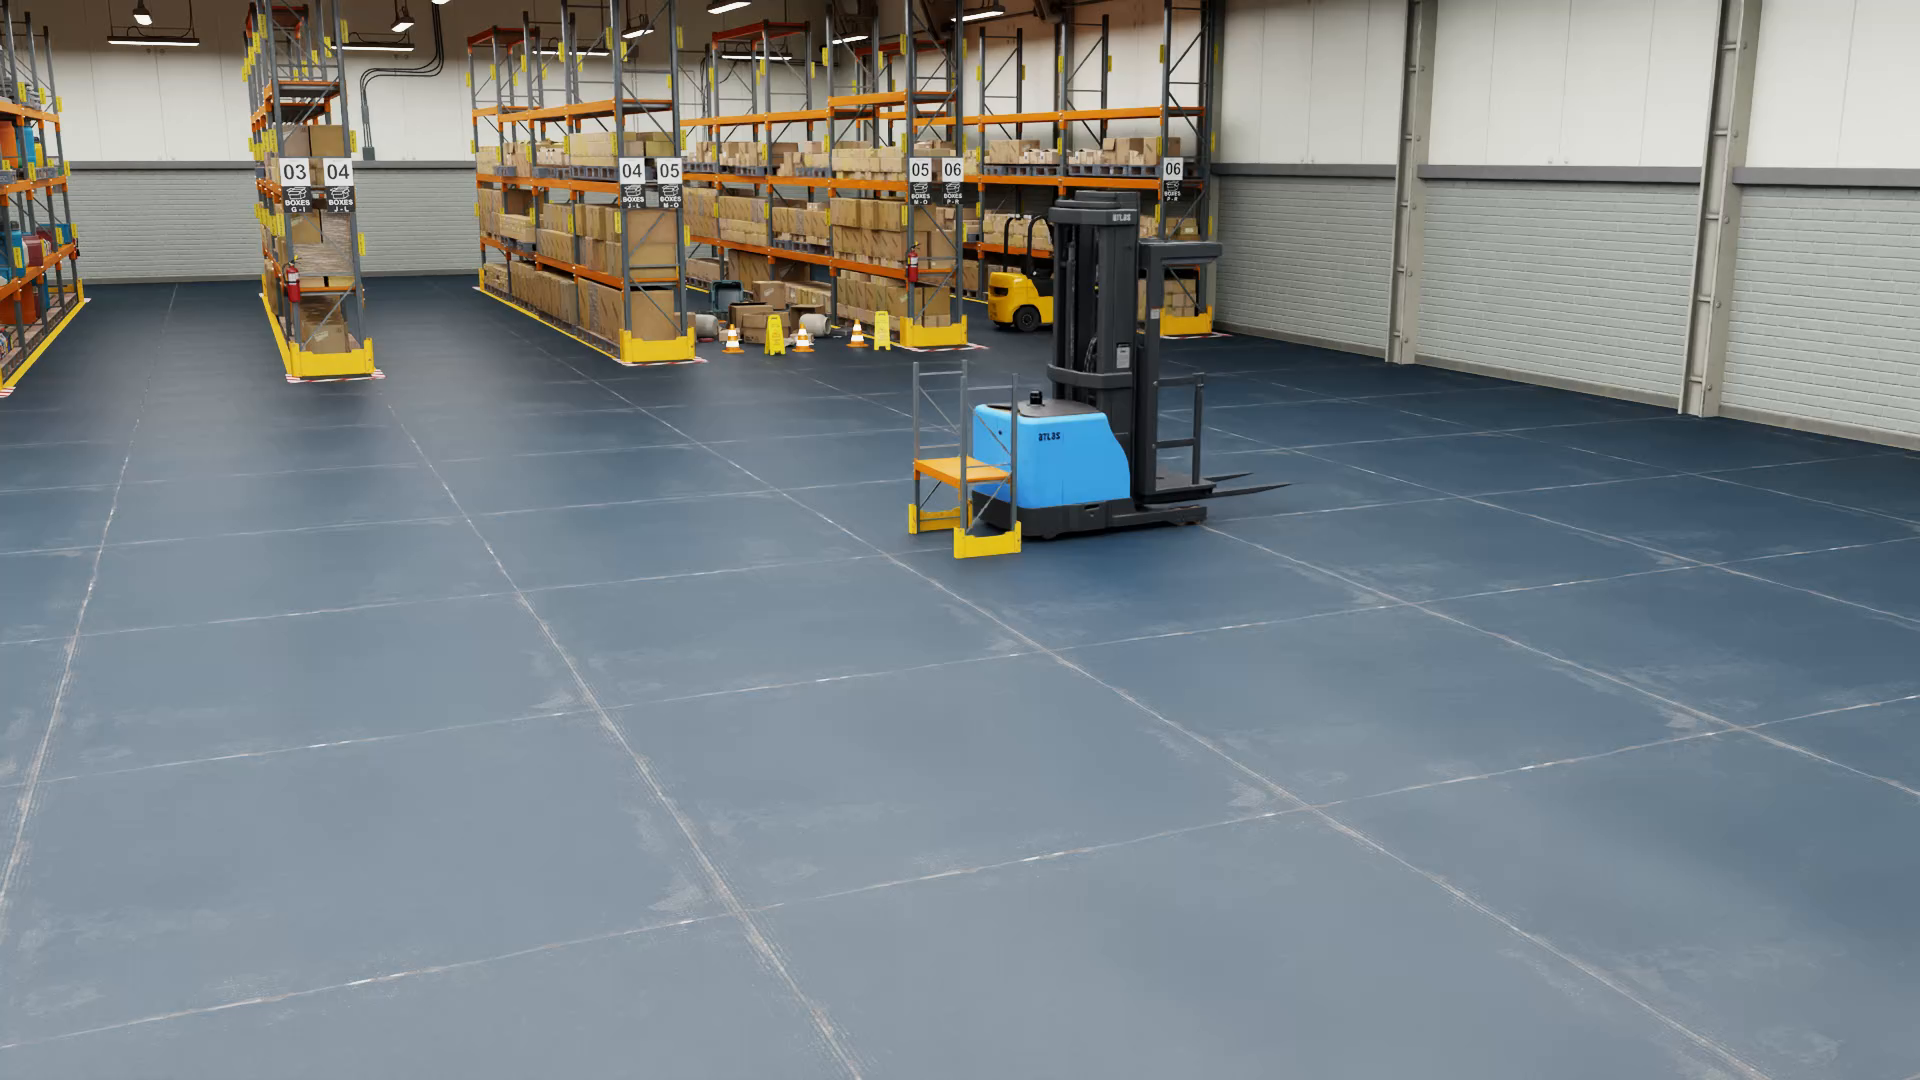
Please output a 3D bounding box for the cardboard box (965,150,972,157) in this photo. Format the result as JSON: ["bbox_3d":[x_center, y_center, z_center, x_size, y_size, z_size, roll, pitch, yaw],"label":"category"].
[{"bbox_3d":[0.341,-8.863,38.148,0.380,0.149,0.250,-6,14,-25],"label":"cardboard box"}]

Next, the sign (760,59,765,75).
[{"bbox_3d":[-4.143,-9.932,34.903,0.100,0.325,0.005,-6,14,-23],"label":"sign"}]

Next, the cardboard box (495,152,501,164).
[{"bbox_3d":[-10.151,-8.591,37.406,0.500,0.250,0.500,-6,14,-26],"label":"cardboard box"}]

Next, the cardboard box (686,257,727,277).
[{"bbox_3d":[-6.484,-7.010,42.755,0.875,0.438,0.875,-6,14,-25],"label":"cardboard box"}]

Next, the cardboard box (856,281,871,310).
[{"bbox_3d":[-1.613,-4.569,30.961,0.500,0.500,0.500,-5,14,-20],"label":"cardboard box"}]

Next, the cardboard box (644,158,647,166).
[{"bbox_3d":[-4.972,-6.204,27.273,0.380,0.149,0.250,-6,14,-23],"label":"cardboard box"}]

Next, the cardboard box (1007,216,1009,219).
[{"bbox_3d":[1.248,-7.041,36.481,0.380,0.149,0.250,-5,14,-22],"label":"cardboard box"}]

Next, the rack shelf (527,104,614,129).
[{"bbox_3d":[-7.330,-8.024,31.565,1.077,0.370,4.000,-6,14,-23],"label":"rack shelf"}]

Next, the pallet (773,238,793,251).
[{"bbox_3d":[-3.253,-6.297,35.350,1.213,0.211,1.003,-6,14,-23],"label":"pallet"}]

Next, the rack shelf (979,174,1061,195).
[{"bbox_3d":[1.712,-7.675,35.821,1.077,0.370,4.000,-6,14,-23],"label":"rack shelf"}]

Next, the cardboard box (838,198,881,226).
[{"bbox_3d":[-1.871,-6.164,31.252,0.700,0.500,0.500,-6,14,-23],"label":"cardboard box"}]

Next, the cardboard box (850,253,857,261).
[{"bbox_3d":[-1.851,-5.331,31.309,0.380,0.149,0.250,-5,14,-21],"label":"cardboard box"}]

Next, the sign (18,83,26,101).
[{"bbox_3d":[-16.753,-8.002,29.703,0.100,0.325,0.005,-6,14,-23],"label":"sign"}]

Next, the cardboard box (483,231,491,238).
[{"bbox_3d":[-11.307,-7.385,40.181,0.380,0.149,0.250,-6,14,-25],"label":"cardboard box"}]

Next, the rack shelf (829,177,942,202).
[{"bbox_3d":[-1.232,-6.399,30.309,1.077,0.370,4.000,-6,14,-23],"label":"rack shelf"}]

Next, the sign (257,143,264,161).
[{"bbox_3d":[-13.228,-7.336,31.440,0.100,0.325,0.005,-6,14,-23],"label":"sign"}]

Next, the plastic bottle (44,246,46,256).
[{"bbox_3d":[-17.907,-5.644,32.378,0.152,0.276,0.135,-6,14,-23],"label":"plastic bottle"}]

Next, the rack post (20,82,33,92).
[{"bbox_3d":[-18.548,-8.721,32.261,0.937,0.300,0.954,-6,14,-24],"label":"rack post"}]

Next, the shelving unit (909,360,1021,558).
[{"bbox_3d":[0.031,-0.715,14.133,0.587,1.500,1.083,-6,14,-23],"label":"shelving unit"}]

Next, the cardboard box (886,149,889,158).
[{"bbox_3d":[-1.079,-6.811,29.281,0.380,0.149,0.250,-6,14,-23],"label":"cardboard box"}]

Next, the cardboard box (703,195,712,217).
[{"bbox_3d":[-5.876,-8.068,40.139,0.500,0.500,0.500,-6,14,-24],"label":"cardboard box"}]

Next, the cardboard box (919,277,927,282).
[{"bbox_3d":[-0.704,-6.670,41.149,0.500,0.500,0.500,-5,14,-21],"label":"cardboard box"}]

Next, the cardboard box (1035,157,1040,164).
[{"bbox_3d":[1.794,-7.943,34.787,0.380,0.149,0.250,-6,14,-23],"label":"cardboard box"}]

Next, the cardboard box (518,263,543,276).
[{"bbox_3d":[-9.263,-5.846,35.927,0.500,0.250,0.500,-5,14,-21],"label":"cardboard box"}]

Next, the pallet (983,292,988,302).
[{"bbox_3d":[1.205,-5.445,37.427,1.003,0.211,1.213,-6,14,-23],"label":"pallet"}]

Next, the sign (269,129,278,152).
[{"bbox_3d":[-10.028,-5.827,24.277,0.100,0.325,0.005,-6,14,-23],"label":"sign"}]

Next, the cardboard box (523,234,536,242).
[{"bbox_3d":[-8.749,-6.203,34.143,0.380,0.149,0.250,-5,14,-22],"label":"cardboard box"}]

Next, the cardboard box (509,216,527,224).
[{"bbox_3d":[-9.478,-6.868,35.700,0.380,0.149,0.250,-5,14,-21],"label":"cardboard box"}]

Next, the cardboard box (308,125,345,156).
[{"bbox_3d":[-9.858,-6.210,25.905,0.500,0.500,0.500,-6,14,-23],"label":"cardboard box"}]

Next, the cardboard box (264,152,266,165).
[{"bbox_3d":[-12.563,-7.161,30.675,0.500,0.500,0.500,-6,14,-23],"label":"cardboard box"}]

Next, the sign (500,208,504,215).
[{"bbox_3d":[-10.227,-7.257,37.155,0.100,0.325,0.005,-6,14,-23],"label":"sign"}]

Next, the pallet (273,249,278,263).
[{"bbox_3d":[-12.333,-5.402,31.482,1.213,0.211,1.003,-6,14,-23],"label":"pallet"}]

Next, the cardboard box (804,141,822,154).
[{"bbox_3d":[-2.811,-7.855,33.297,0.500,0.250,0.500,-5,14,-22],"label":"cardboard box"}]

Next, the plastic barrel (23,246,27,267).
[{"bbox_3d":[-16.478,-4.960,28.899,0.421,0.512,0.421,0,13,0],"label":"plastic barrel"}]

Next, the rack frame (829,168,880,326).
[{"bbox_3d":[-2.033,-5.701,32.352,1.000,3.000,0.127,-6,14,-23],"label":"rack frame"}]

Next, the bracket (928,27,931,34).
[{"bbox_3d":[-0.636,-12.759,41.557,0.235,0.232,0.430,-6,14,-23],"label":"bracket"}]

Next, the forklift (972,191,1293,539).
[{"bbox_3d":[1.649,-1.647,14.986,3.031,2.935,1.130,-7,15,-27],"label":"forklift"}]

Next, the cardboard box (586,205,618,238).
[{"bbox_3d":[-5.995,-5.526,28.867,0.875,0.550,0.550,-6,14,-23],"label":"cardboard box"}]

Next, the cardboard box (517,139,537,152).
[{"bbox_3d":[-9.065,-8.267,34.865,0.396,0.266,0.258,-6,14,-23],"label":"cardboard box"}]

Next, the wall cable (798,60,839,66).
[{"bbox_3d":[-3.382,-15.544,49.239,2.988,3.039,0.133,-6,14,-23],"label":"wall cable"}]

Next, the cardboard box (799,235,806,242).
[{"bbox_3d":[-3.073,-6.188,34.079,0.380,0.149,0.250,-5,14,-21],"label":"cardboard box"}]

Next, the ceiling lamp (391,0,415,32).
[{"bbox_3d":[-11.459,-12.302,34.622,0.800,3.185,2.000,-6,14,-23],"label":"ceiling lamp"}]

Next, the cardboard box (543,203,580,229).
[{"bbox_3d":[-7.960,-6.502,33.372,0.700,0.500,0.500,-6,14,-23],"label":"cardboard box"}]

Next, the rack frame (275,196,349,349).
[{"bbox_3d":[-11.114,-4.806,28.484,1.000,3.000,0.127,-6,14,-23],"label":"rack frame"}]

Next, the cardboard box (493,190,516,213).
[{"bbox_3d":[-10.381,-7.746,38.087,0.500,0.500,0.500,-6,14,-25],"label":"cardboard box"}]

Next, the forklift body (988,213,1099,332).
[{"bbox_3d":[1.684,-5.138,31.798,2.313,2.155,1.214,-6,14,-23],"label":"forklift body"}]

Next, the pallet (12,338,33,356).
[{"bbox_3d":[-16.002,-3.159,27.552,1.003,0.211,1.213,-6,14,-23],"label":"pallet"}]

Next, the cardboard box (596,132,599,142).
[{"bbox_3d":[-5.777,-6.637,27.375,0.380,0.149,0.250,-6,14,-23],"label":"cardboard box"}]

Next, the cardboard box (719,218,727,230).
[{"bbox_3d":[-5.320,-7.408,38.951,0.500,0.250,0.500,-6,14,-25],"label":"cardboard box"}]
